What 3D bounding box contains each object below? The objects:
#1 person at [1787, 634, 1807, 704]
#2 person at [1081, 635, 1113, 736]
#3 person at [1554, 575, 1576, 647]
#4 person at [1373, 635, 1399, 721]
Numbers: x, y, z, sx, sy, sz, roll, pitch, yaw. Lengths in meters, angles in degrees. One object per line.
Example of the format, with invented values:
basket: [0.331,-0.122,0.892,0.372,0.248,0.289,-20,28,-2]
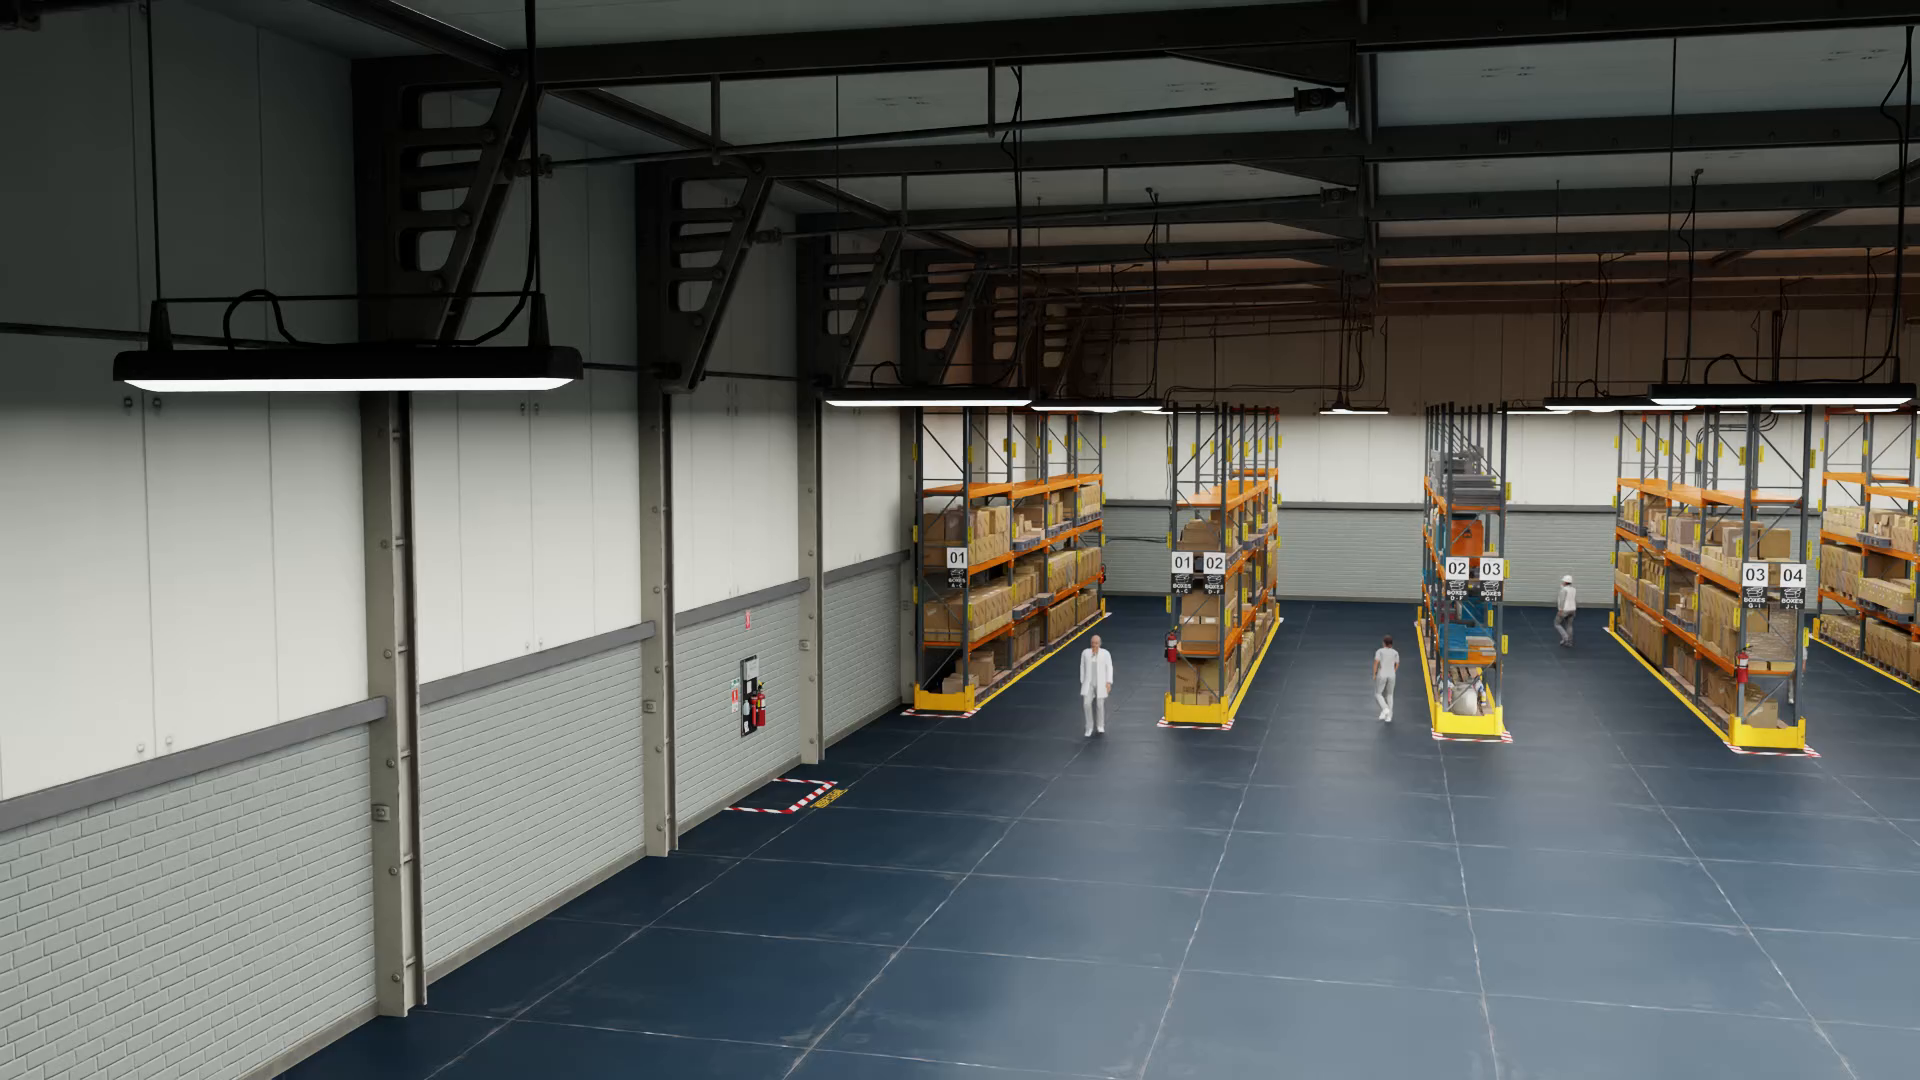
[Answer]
person: [16.715,2.483,33.335,0.415,1.528,0.768,1,4,12]
person: [2.467,2.702,30.046,0.629,1.736,0.587,1,4,15]
person: [15.171,1.769,41.542,0.571,1.773,0.453,-2,5,-27]
person: [8.036,2.613,31.308,0.510,1.613,0.700,0,4,0]
